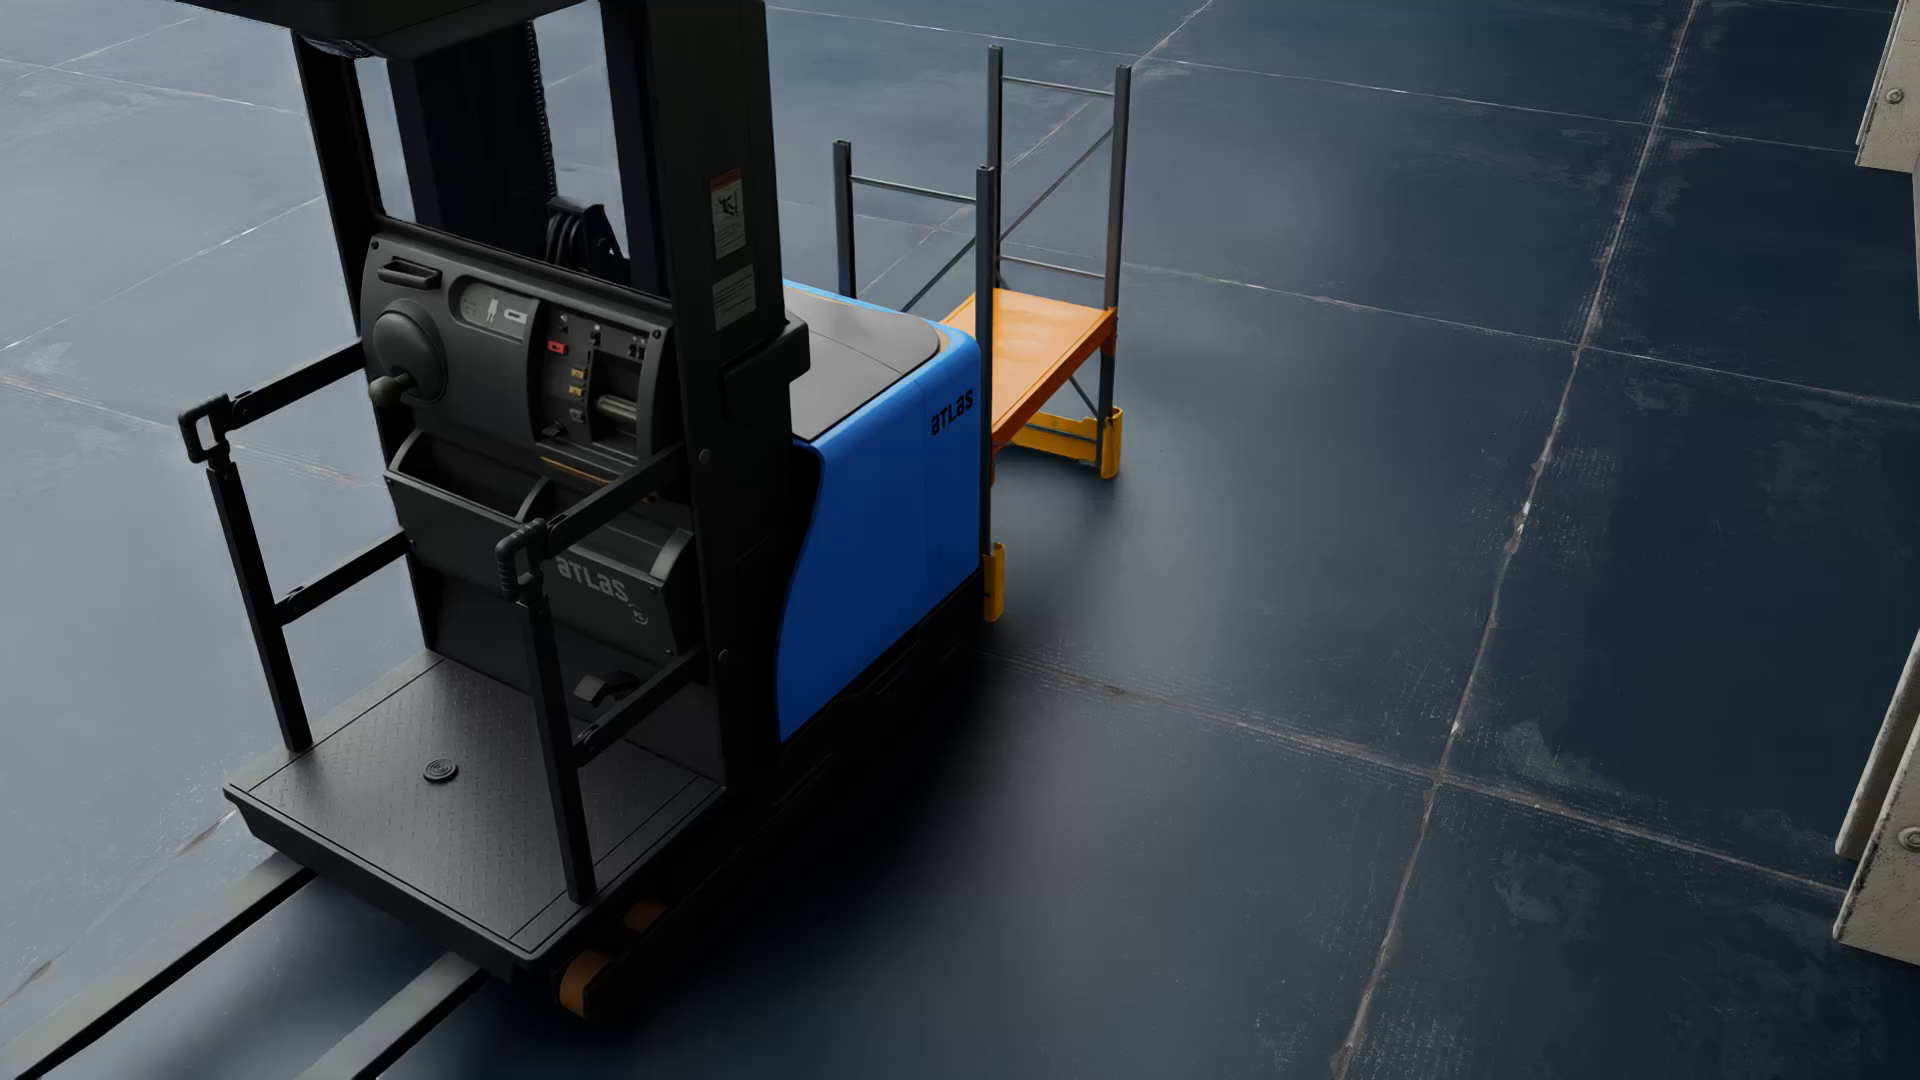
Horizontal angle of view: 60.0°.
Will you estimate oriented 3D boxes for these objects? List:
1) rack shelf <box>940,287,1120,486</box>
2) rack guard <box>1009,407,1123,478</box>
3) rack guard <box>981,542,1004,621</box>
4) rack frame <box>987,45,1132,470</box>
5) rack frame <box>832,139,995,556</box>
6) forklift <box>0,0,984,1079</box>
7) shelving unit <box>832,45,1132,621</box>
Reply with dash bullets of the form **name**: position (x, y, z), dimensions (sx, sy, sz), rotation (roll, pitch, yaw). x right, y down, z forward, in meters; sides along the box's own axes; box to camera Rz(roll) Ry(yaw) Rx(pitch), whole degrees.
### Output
- **rack shelf**: position (0.094, -0.552, 5.551), dimensions (0.538, 0.185, 1.000), rotation (15, 36, 22)
- **rack guard**: position (0.313, -0.419, 6.161), dimensions (0.587, 0.250, 0.087), rotation (15, 36, 22)
- **rack guard**: position (-0.134, 0.069, 5.416), dimensions (0.587, 0.250, 0.087), rotation (15, 36, 22)
- **rack frame**: position (0.321, -0.951, 5.833), dimensions (0.500, 1.500, 0.032), rotation (15, 36, 22)
- **rack frame**: position (-0.134, -0.453, 5.073), dimensions (0.500, 1.500, 0.032), rotation (15, 36, 22)
- **forklift**: position (-1.144, -0.372, 3.645), dimensions (1.130, 2.935, 3.031), rotation (19, 38, 27)
- **shelving unit**: position (0.089, -0.697, 5.446), dimensions (0.587, 1.500, 1.083), rotation (15, 36, 22)
